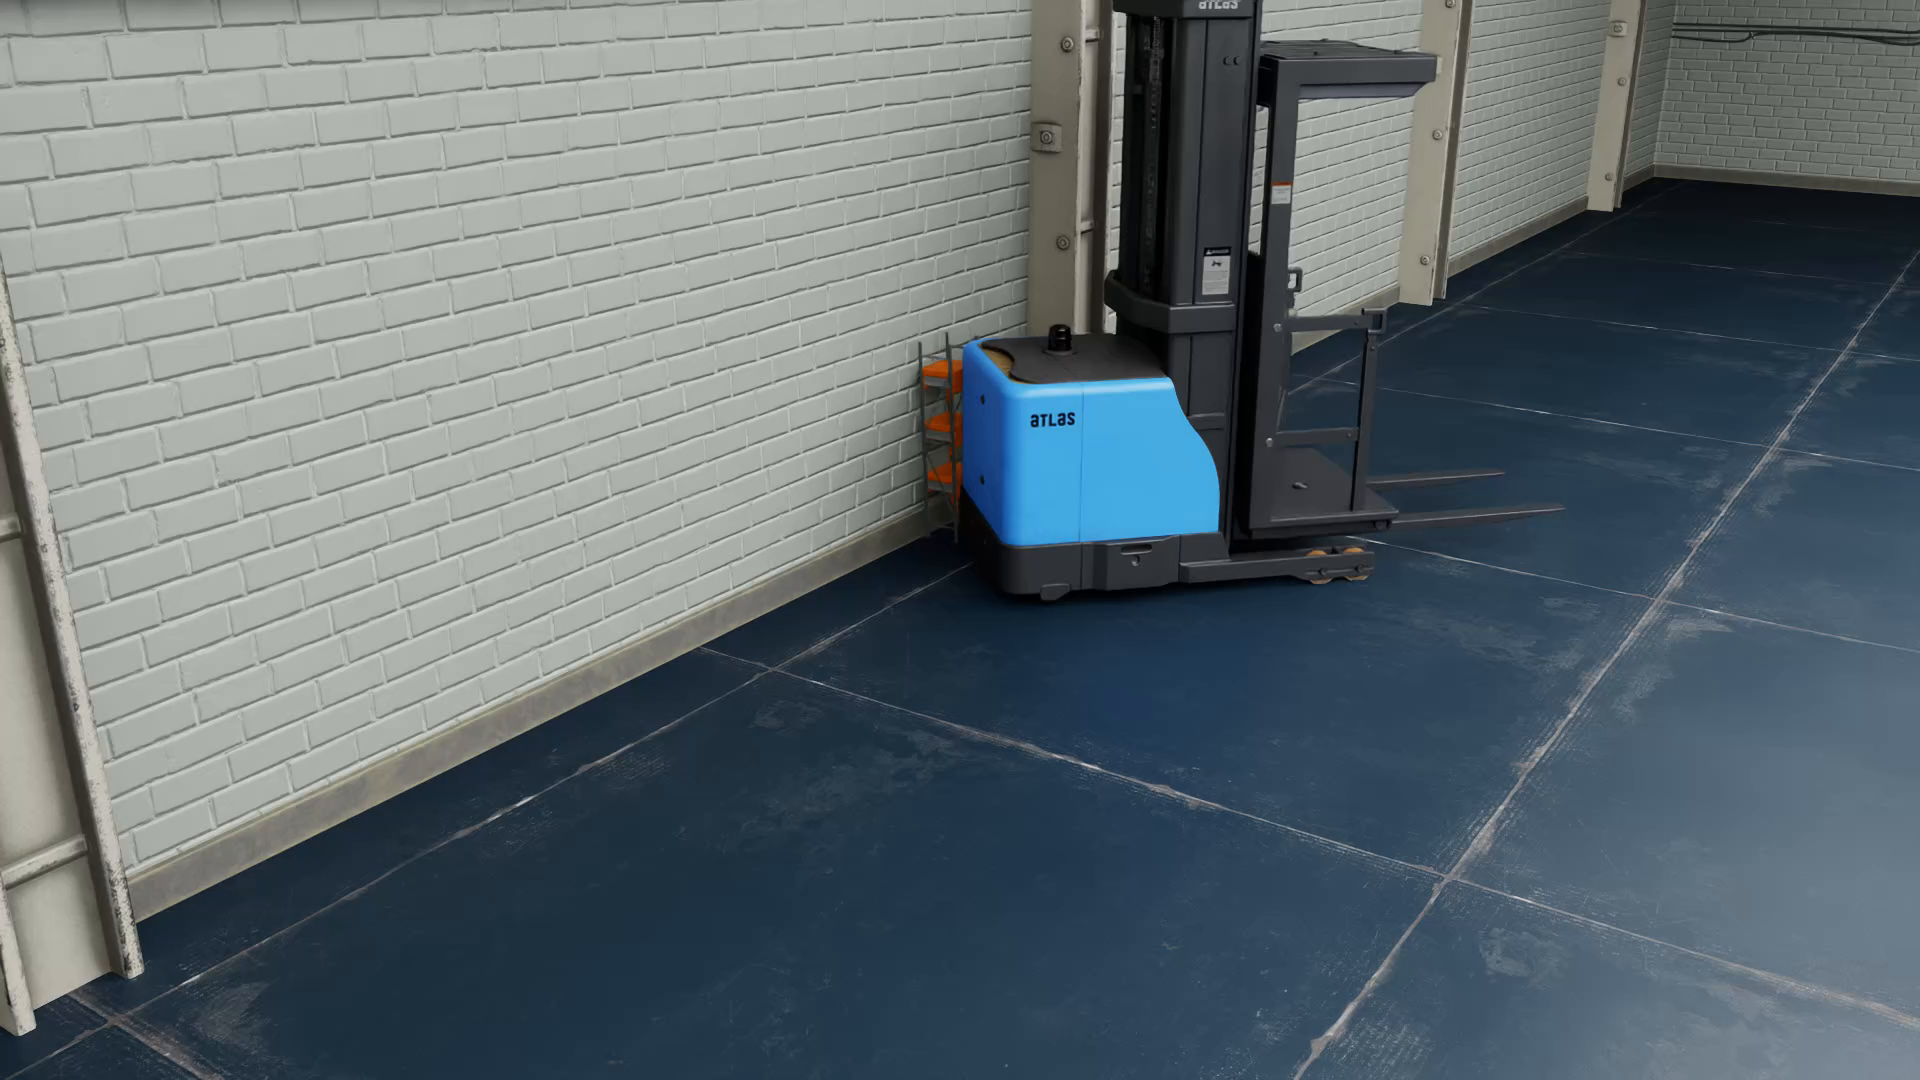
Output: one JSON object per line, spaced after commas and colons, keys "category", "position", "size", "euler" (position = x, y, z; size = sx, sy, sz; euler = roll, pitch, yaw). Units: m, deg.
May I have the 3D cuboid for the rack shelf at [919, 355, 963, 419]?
{"category": "rack shelf", "position": [-0.052, -0.790, 8.573], "size": [0.215, 0.259, 0.240], "euler": [11, 24, 32]}

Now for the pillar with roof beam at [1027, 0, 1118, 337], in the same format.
{"category": "pillar with roof beam", "position": [4.171, -3.740, 5.906], "size": [9.100, 9.000, 0.400], "euler": [13, 24, 32]}

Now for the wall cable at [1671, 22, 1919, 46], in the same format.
{"category": "wall cable", "position": [10.106, -7.154, 19.610], "size": [3.097, 2.526, 0.112], "euler": [13, 24, 32]}

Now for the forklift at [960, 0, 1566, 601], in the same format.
{"category": "forklift", "position": [1.573, -1.330, 8.134], "size": [3.031, 2.935, 1.130], "euler": [-4, 21, -11]}

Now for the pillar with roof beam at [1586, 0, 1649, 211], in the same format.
{"category": "pillar with roof beam", "position": [10.916, -7.183, 15.214], "size": [9.100, 9.000, 0.400], "euler": [13, 24, 32]}

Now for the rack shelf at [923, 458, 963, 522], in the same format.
{"category": "rack shelf", "position": [-0.034, -0.262, 8.764], "size": [0.215, 0.259, 0.240], "euler": [11, 24, 32]}

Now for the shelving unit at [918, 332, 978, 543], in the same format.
{"category": "shelving unit", "position": [-0.043, -0.534, 8.666], "size": [0.215, 1.050, 0.252], "euler": [11, 24, 32]}

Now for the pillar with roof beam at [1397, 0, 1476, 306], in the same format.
{"category": "pillar with roof beam", "position": [7.544, -5.462, 10.560], "size": [9.100, 9.000, 0.400], "euler": [13, 24, 32]}

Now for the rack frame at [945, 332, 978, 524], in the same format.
{"category": "rack frame", "position": [0.025, -0.570, 8.760], "size": [0.200, 1.050, 0.008], "euler": [11, 24, 32]}

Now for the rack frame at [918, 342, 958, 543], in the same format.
{"category": "rack frame", "position": [-0.111, -0.497, 8.571], "size": [0.200, 1.050, 0.008], "euler": [11, 24, 32]}

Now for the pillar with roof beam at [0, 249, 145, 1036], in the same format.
{"category": "pillar with roof beam", "position": [0.798, -2.019, 1.252], "size": [9.100, 9.000, 0.400], "euler": [13, 24, 32]}

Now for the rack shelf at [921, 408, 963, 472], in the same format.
{"category": "rack shelf", "position": [-0.043, -0.524, 8.670], "size": [0.215, 0.259, 0.240], "euler": [11, 24, 32]}
